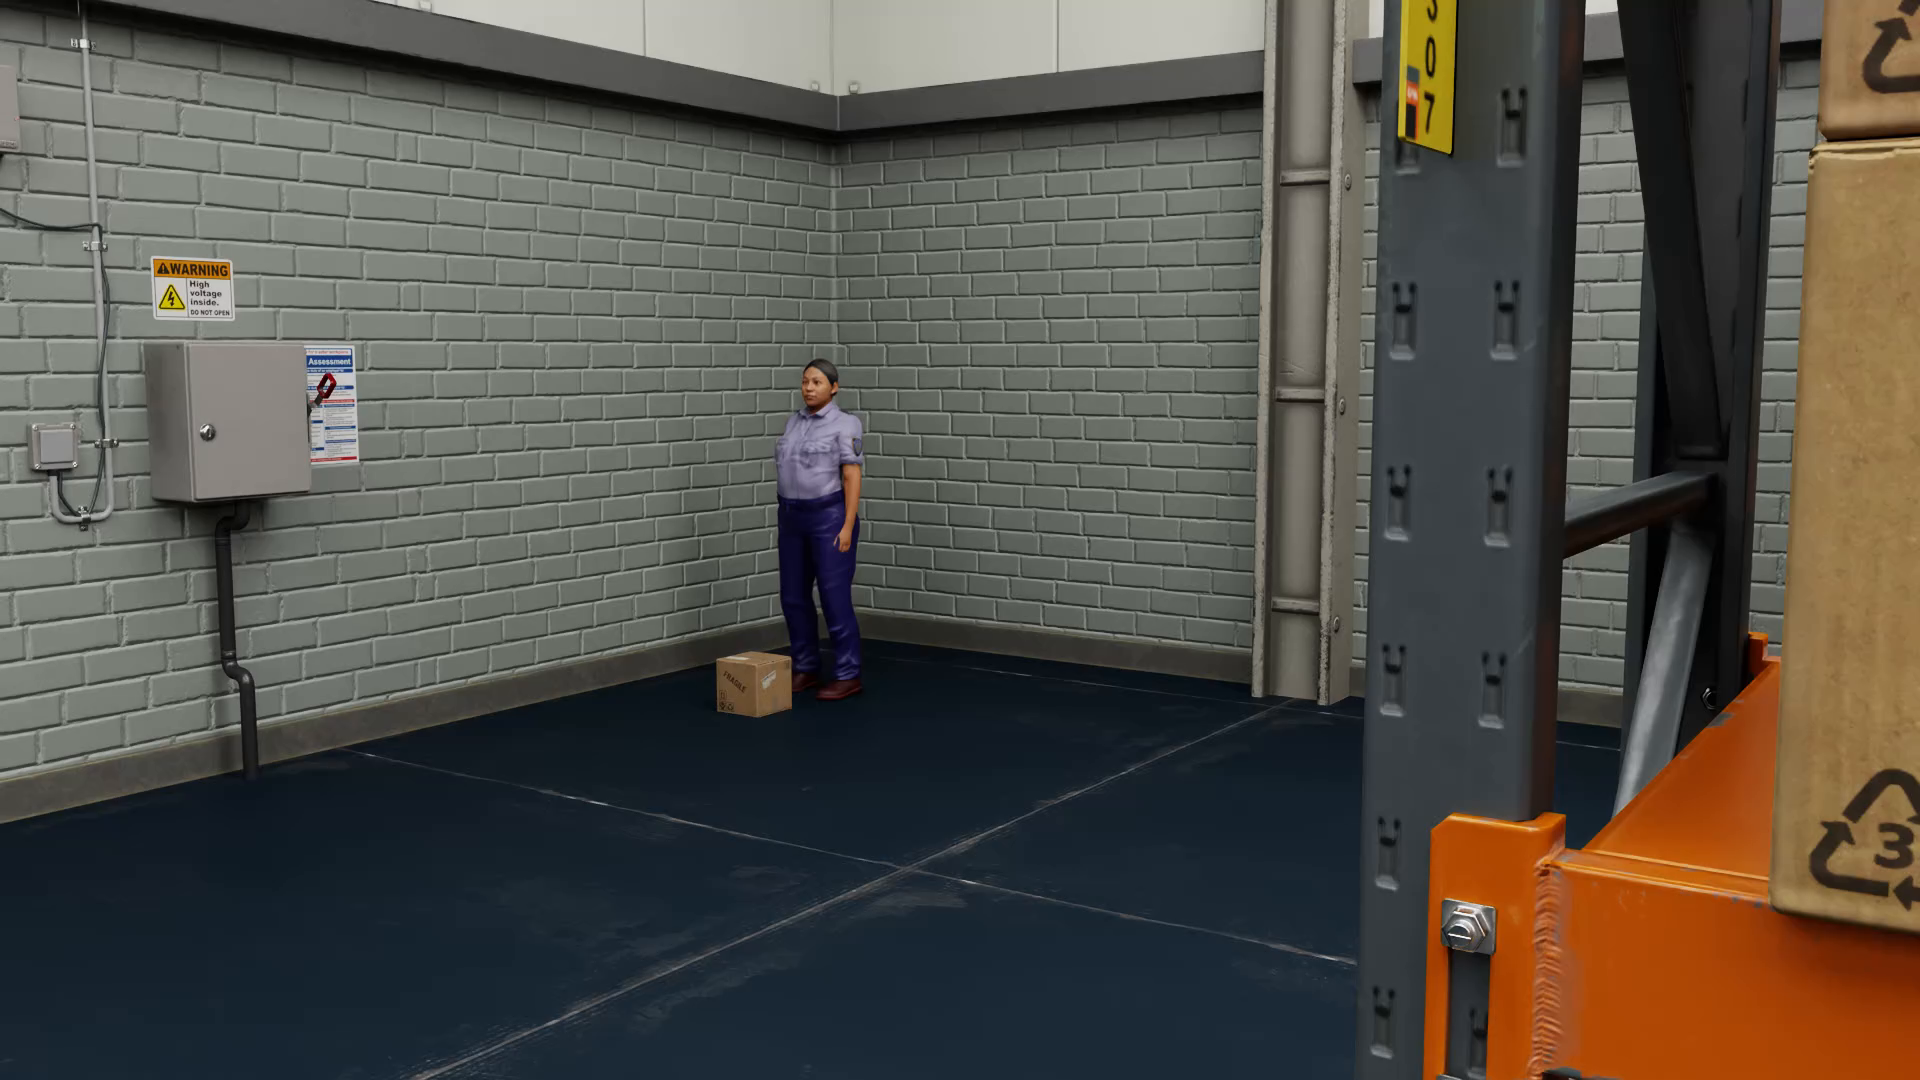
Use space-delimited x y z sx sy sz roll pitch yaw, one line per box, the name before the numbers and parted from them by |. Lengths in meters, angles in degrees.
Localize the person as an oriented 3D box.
person | -0.690 -0.059 8.115 0.466 1.646 0.343 4 8 35
